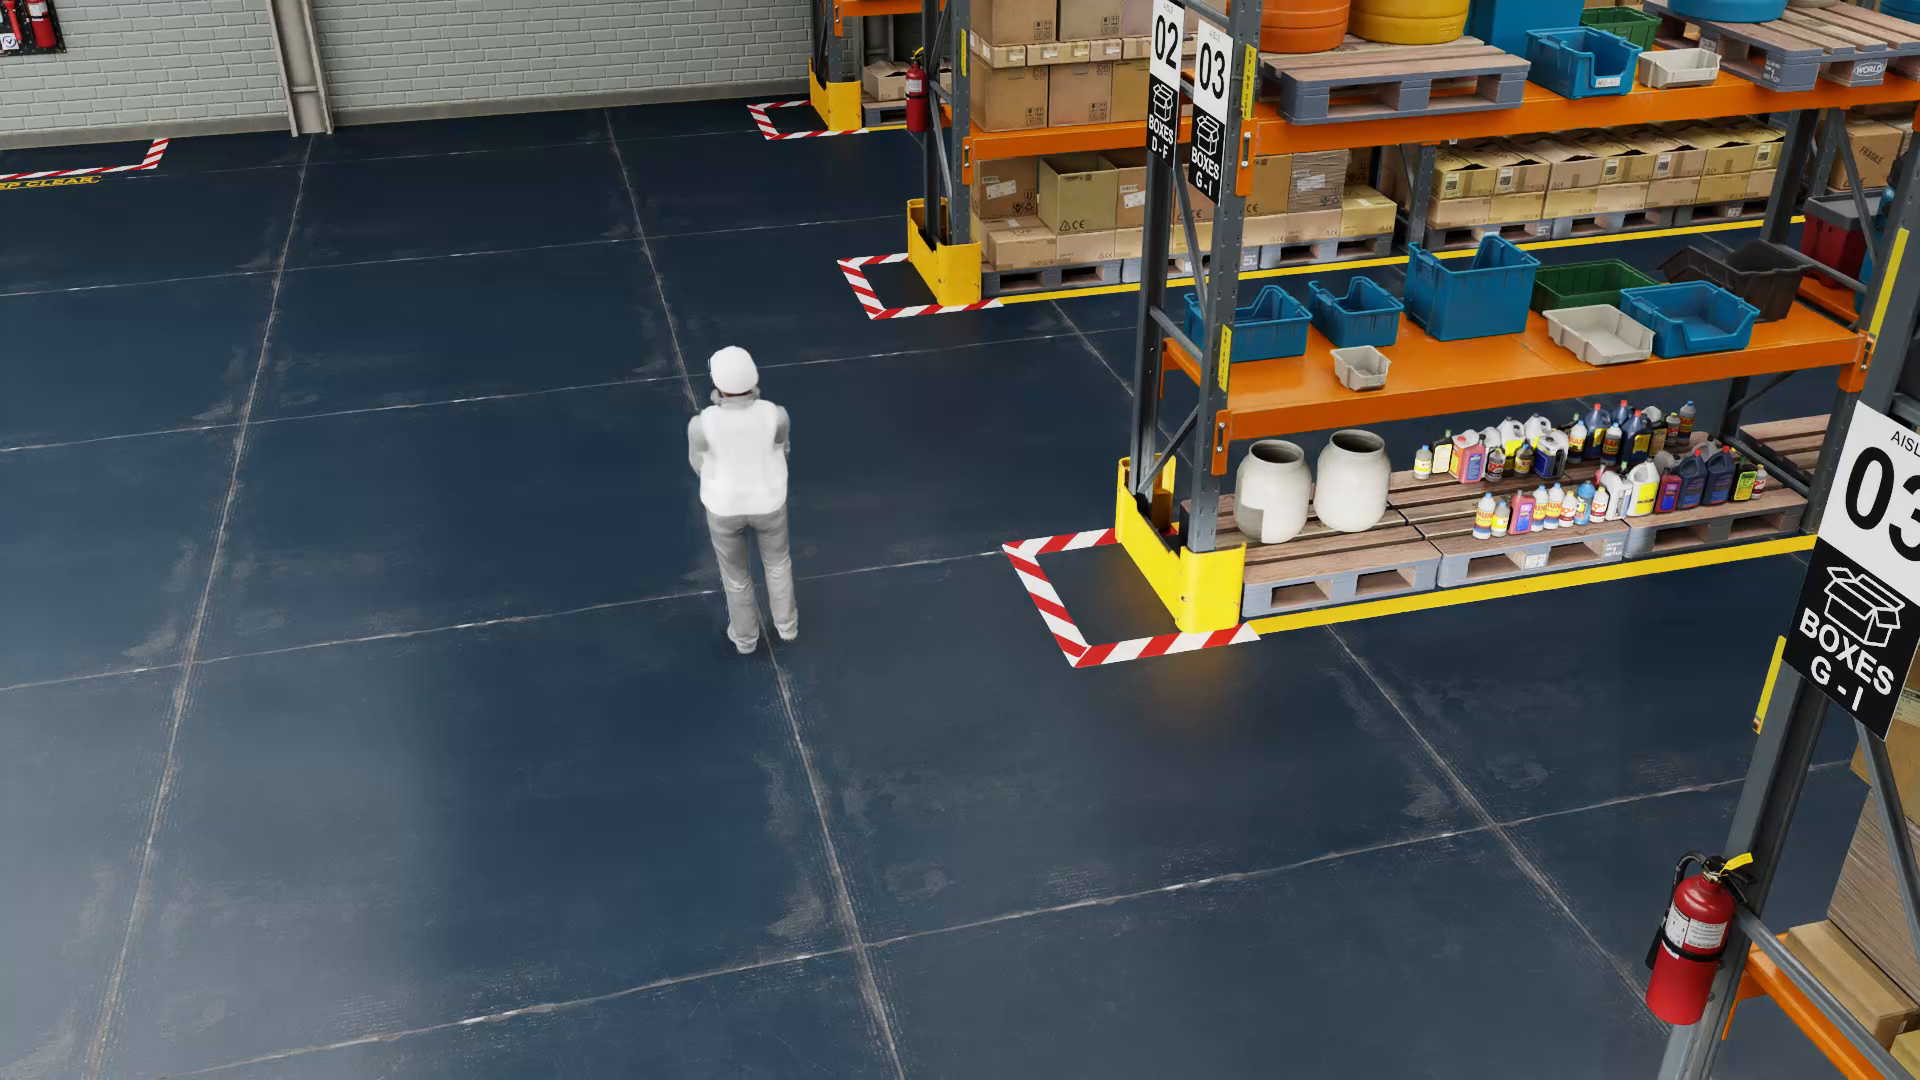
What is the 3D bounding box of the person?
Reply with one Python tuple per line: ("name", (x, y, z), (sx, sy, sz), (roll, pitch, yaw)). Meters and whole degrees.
("person", (-1.116, -0.228, 8.605), (0.533, 1.775, 0.507), (-7, 31, -12))
